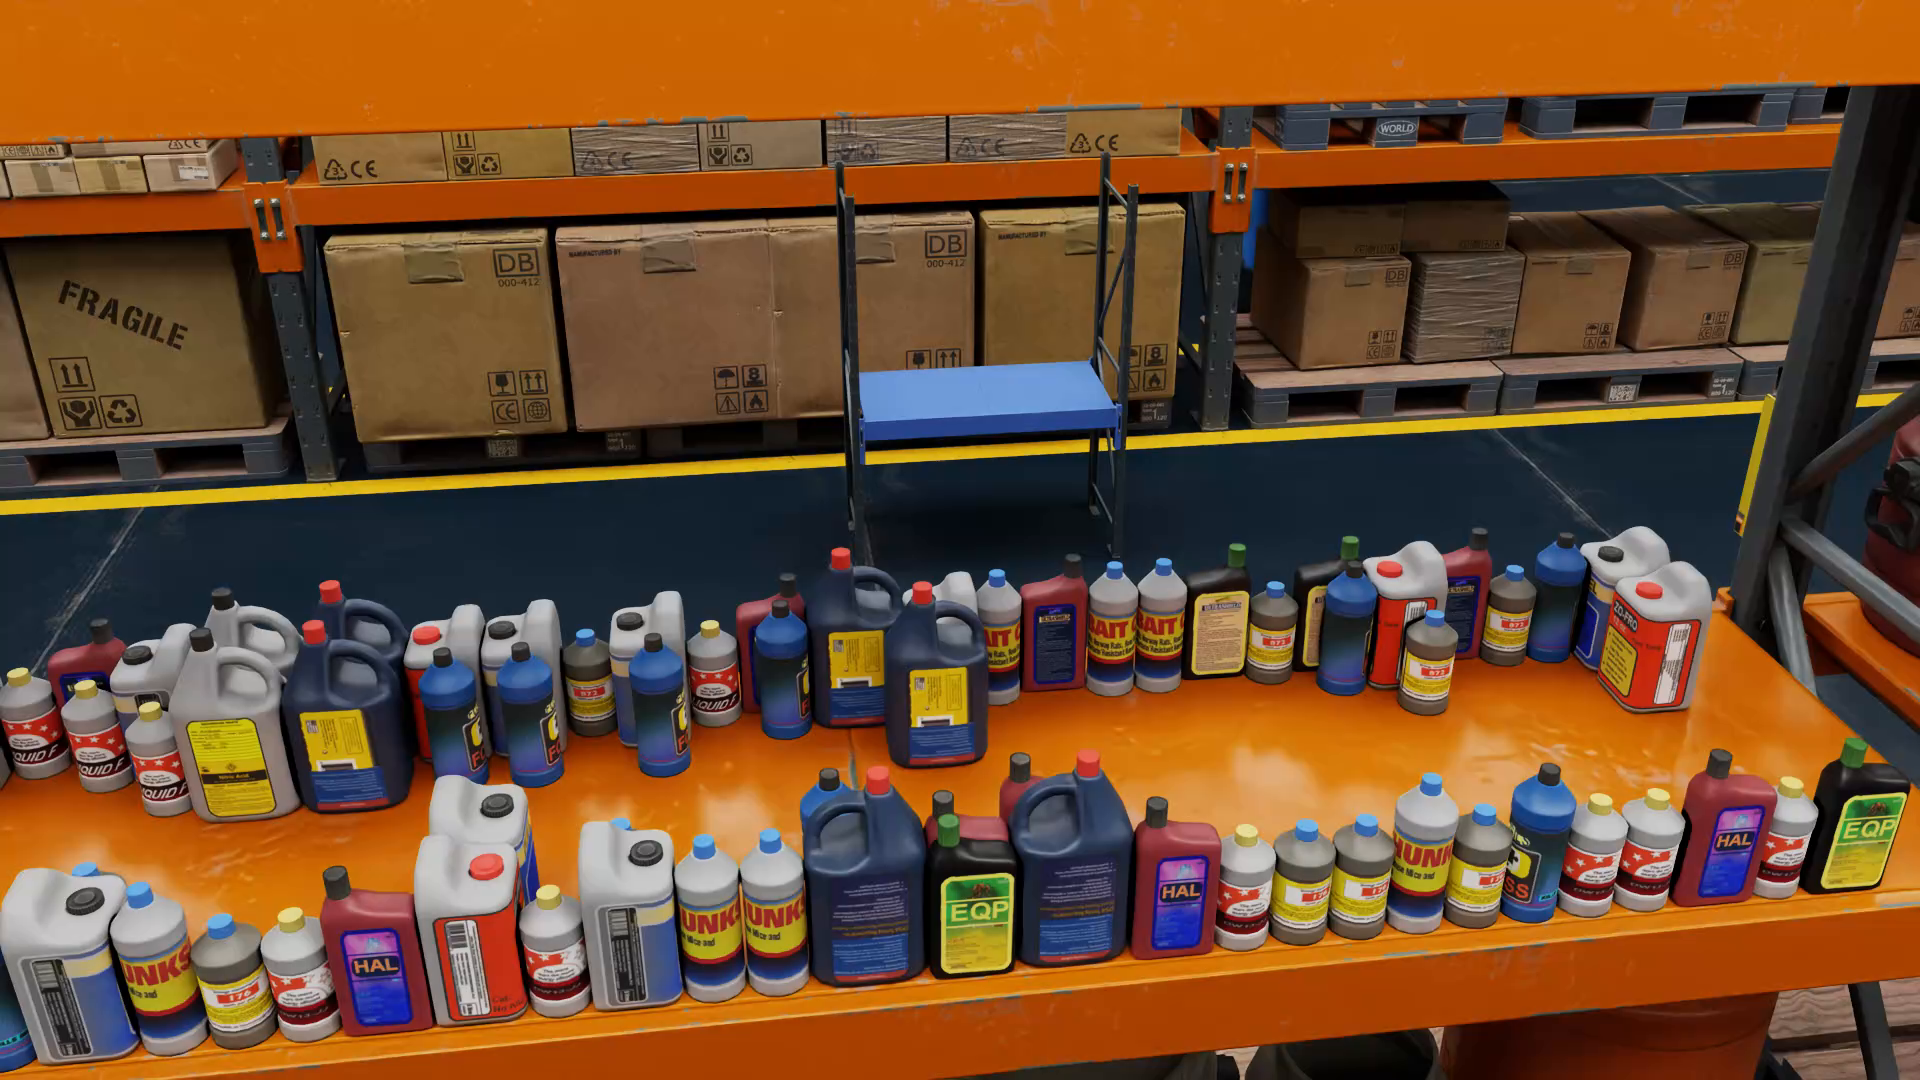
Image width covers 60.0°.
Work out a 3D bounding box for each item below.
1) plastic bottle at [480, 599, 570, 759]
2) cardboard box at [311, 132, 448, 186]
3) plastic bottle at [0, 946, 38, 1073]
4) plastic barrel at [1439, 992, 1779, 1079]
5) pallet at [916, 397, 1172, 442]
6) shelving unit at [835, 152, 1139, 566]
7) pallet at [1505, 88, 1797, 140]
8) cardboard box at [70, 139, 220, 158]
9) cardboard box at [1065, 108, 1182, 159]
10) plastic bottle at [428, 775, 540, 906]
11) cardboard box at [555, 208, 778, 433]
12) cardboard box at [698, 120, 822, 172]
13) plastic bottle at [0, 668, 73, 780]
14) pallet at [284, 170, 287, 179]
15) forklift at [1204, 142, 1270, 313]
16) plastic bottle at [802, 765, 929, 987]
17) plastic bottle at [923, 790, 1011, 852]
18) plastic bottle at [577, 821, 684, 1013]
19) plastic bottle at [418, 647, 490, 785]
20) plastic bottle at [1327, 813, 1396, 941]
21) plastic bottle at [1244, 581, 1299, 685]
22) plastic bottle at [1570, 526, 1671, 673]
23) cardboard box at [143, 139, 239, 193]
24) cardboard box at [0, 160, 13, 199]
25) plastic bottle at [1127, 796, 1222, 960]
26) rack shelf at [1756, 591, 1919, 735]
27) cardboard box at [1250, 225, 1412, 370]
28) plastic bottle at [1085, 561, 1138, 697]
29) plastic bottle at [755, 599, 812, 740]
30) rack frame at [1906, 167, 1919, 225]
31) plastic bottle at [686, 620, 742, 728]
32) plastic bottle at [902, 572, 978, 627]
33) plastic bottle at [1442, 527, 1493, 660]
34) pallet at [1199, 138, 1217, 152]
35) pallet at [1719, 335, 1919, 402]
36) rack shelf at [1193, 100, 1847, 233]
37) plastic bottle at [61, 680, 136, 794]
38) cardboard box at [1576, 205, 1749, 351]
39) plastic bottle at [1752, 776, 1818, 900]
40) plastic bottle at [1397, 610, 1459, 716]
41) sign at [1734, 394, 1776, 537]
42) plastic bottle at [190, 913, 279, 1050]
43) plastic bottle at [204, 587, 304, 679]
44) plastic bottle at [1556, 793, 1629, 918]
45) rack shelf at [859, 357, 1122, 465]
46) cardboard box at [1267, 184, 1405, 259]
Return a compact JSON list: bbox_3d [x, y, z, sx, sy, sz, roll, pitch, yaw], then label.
[{"bbox_3d":[-0.815,0.251,3.111,0.135,0.276,0.152,-4,27,-7],"label":"plastic bottle"},{"bbox_3d":[-2.354,-1.769,6.802,0.500,0.500,0.500,-4,27,-7],"label":"cardboard box"},{"bbox_3d":[-1.391,0.628,2.382,0.097,0.271,0.097,0,27,0],"label":"plastic bottle"},{"bbox_3d":[1.325,0.994,3.444,0.708,0.830,0.600,-4,27,-7],"label":"plastic barrel"},{"bbox_3d":[0.326,-0.806,8.089,1.213,0.211,1.003,-4,27,-7],"label":"pallet"},{"bbox_3d":[0.084,-0.673,6.418,1.048,1.500,0.538,-4,27,-7],"label":"shelving unit"},{"bbox_3d":[3.071,-2.121,7.809,1.213,0.211,1.003,-4,27,-7],"label":"pallet"},{"bbox_3d":[-3.245,-1.727,6.668,0.500,0.250,0.500,-4,27,-8],"label":"cardboard box"},{"bbox_3d":[0.663,-1.963,7.181,0.500,0.500,0.500,-3,27,-6],"label":"cardboard box"},{"bbox_3d":[-0.747,0.501,2.623,0.135,0.276,0.152,-4,27,-7],"label":"plastic bottle"},{"bbox_3d":[-1.329,-1.156,7.586,0.875,0.875,1.225,-5,28,-9],"label":"cardboard box"},{"bbox_3d":[-0.850,-1.868,6.995,0.500,0.500,0.500,-3,27,-6],"label":"cardboard box"},{"bbox_3d":[-1.698,0.328,3.042,0.097,0.201,0.097,0,27,0],"label":"plastic bottle"},{"bbox_3d":[-5.306,-2.678,11.738,1.213,0.211,1.003,-4,27,-7],"label":"pallet"},{"bbox_3d":[2.098,-3.140,9.659,1.130,2.935,3.031,1,27,2],"label":"forklift"},{"bbox_3d":[-0.145,0.501,2.541,0.185,0.351,0.144,-4,27,-7],"label":"plastic bottle"},{"bbox_3d":[0.010,0.513,2.593,0.133,0.283,0.061,-4,27,-7],"label":"plastic bottle"},{"bbox_3d":[-0.496,0.555,2.518,0.135,0.276,0.152,-4,27,-7],"label":"plastic bottle"},{"bbox_3d":[-0.912,0.317,2.987,0.097,0.271,0.097,0,27,0],"label":"plastic bottle"},{"bbox_3d":[0.638,0.528,2.652,0.097,0.201,0.097,0,27,0],"label":"plastic bottle"},{"bbox_3d":[0.624,0.179,3.332,0.097,0.201,0.097,0,27,0],"label":"plastic bottle"},{"bbox_3d":[1.333,0.113,3.379,0.135,0.276,0.152,-4,27,-7],"label":"plastic bottle"},{"bbox_3d":[-3.101,-1.529,6.719,0.250,0.149,0.380,-4,27,-7],"label":"cardboard box"},{"bbox_3d":[-3.864,-1.480,6.623,0.250,0.149,0.380,-3,27,-6],"label":"cardboard box"},{"bbox_3d":[0.334,0.520,2.579,0.133,0.283,0.061,-4,27,-7],"label":"plastic bottle"},{"bbox_3d":[3.787,0.370,3.532,4.000,0.370,1.077,-4,27,-7],"label":"rack shelf"},{"bbox_3d":[1.777,-1.198,8.055,0.500,0.500,0.700,-5,28,-10],"label":"cardboard box"},{"bbox_3d":[0.299,0.169,3.276,0.097,0.271,0.097,0,27,0],"label":"plastic bottle"},{"bbox_3d":[-0.333,0.238,3.142,0.097,0.271,0.097,0,27,0],"label":"plastic bottle"},{"bbox_3d":[5.078,-2.317,7.980,0.127,3.000,1.000,-4,27,-7],"label":"rack frame"},{"bbox_3d":[-0.474,0.250,3.195,0.097,0.201,0.097,0,27,0],"label":"plastic bottle"},{"bbox_3d":[-0.040,0.201,3.208,0.135,0.276,0.152,-4,27,-7],"label":"plastic bottle"},{"bbox_3d":[1.001,0.110,3.377,0.133,0.283,0.061,-4,27,-7],"label":"plastic bottle"},{"bbox_3d":[1.317,-3.086,12.534,1.213,0.211,1.003,-4,27,-7],"label":"pallet"},{"bbox_3d":[4.307,-1.026,8.518,1.213,0.211,1.003,-4,27,-7],"label":"pallet"},{"bbox_3d":[3.097,-1.870,7.896,4.000,0.370,1.077,-4,27,-7],"label":"rack shelf"},{"bbox_3d":[-1.557,0.348,3.005,0.097,0.201,0.097,0,27,0],"label":"plastic bottle"},{"bbox_3d":[3.438,-1.313,8.280,0.500,0.500,0.700,-6,28,-12],"label":"cardboard box"},{"bbox_3d":[1.349,0.483,2.741,0.097,0.201,0.097,0,27,0],"label":"plastic bottle"},{"bbox_3d":[0.911,0.231,3.232,0.097,0.201,0.097,0,27,0],"label":"plastic bottle"},{"bbox_3d":[1.723,-0.144,3.567,0.005,0.325,0.100,-4,27,-7],"label":"sign"},{"bbox_3d":[-1.065,0.638,2.439,0.097,0.201,0.097,0,27,0],"label":"plastic bottle"},{"bbox_3d":[-1.290,0.247,3.038,0.185,0.351,0.144,-4,27,-7],"label":"plastic bottle"},{"bbox_3d":[1.024,0.504,2.700,0.097,0.201,0.097,0,27,0],"label":"plastic bottle"},{"bbox_3d":[0.084,-0.513,6.500,1.000,0.185,0.538,-4,27,-7],"label":"rack shelf"},{"bbox_3d":[1.776,-1.536,7.892,0.500,0.250,0.500,-3,27,-5],"label":"cardboard box"}]
